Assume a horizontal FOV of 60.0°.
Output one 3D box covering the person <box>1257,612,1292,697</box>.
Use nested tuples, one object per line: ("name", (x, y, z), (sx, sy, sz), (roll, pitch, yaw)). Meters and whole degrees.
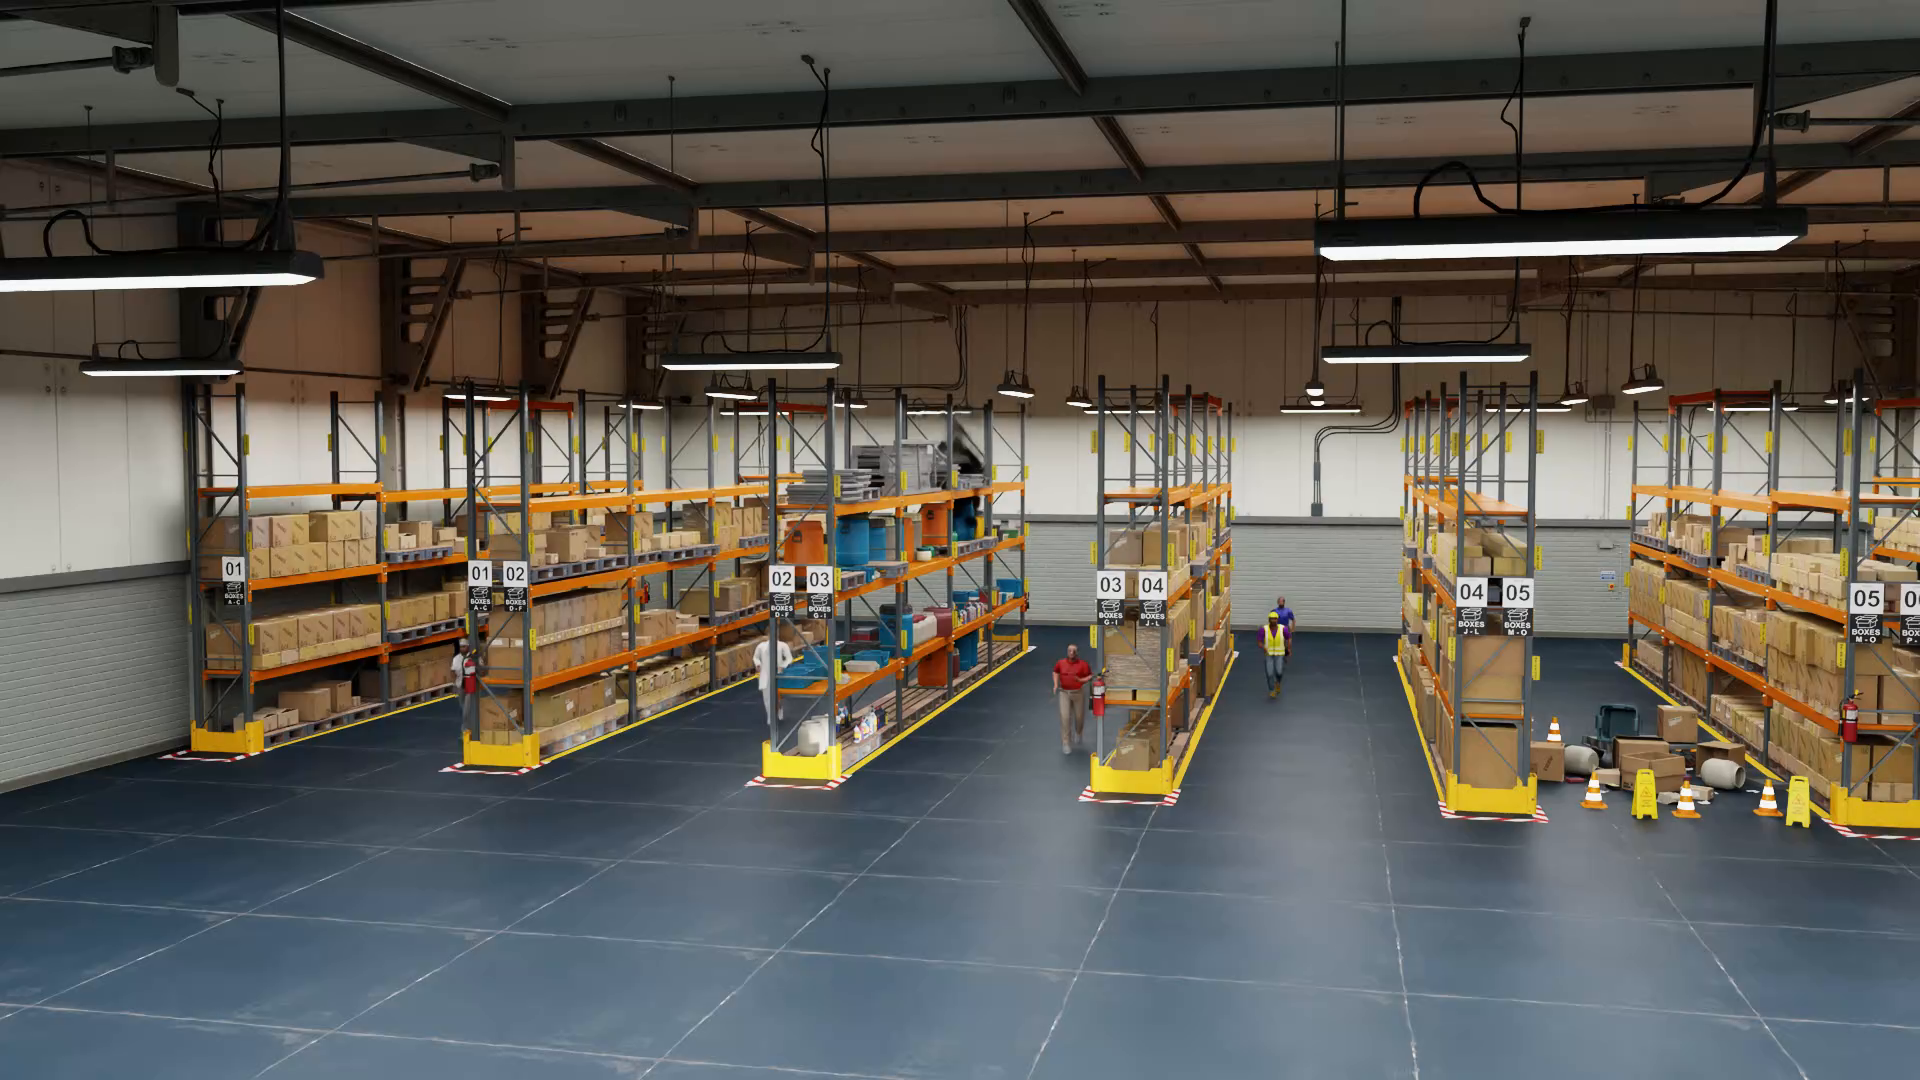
("person", (6.196, 2.265, 32.783), (0.688, 1.713, 0.630), (1, 3, 9))

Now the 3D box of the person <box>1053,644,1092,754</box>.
("person", (1.835, 2.563, 27.201), (0.662, 1.716, 0.989), (0, 3, 6))

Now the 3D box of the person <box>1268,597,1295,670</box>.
("person", (7.184, 2.075, 37.134), (0.595, 1.612, 0.568), (1, 3, 12))

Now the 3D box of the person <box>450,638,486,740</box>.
("person", (-8.470, 2.526, 28.604), (0.557, 1.710, 0.918), (0, 3, 6))

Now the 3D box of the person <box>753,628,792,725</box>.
("person", (-3.367, 2.434, 29.735), (0.706, 1.725, 0.663), (0, 3, 3))
